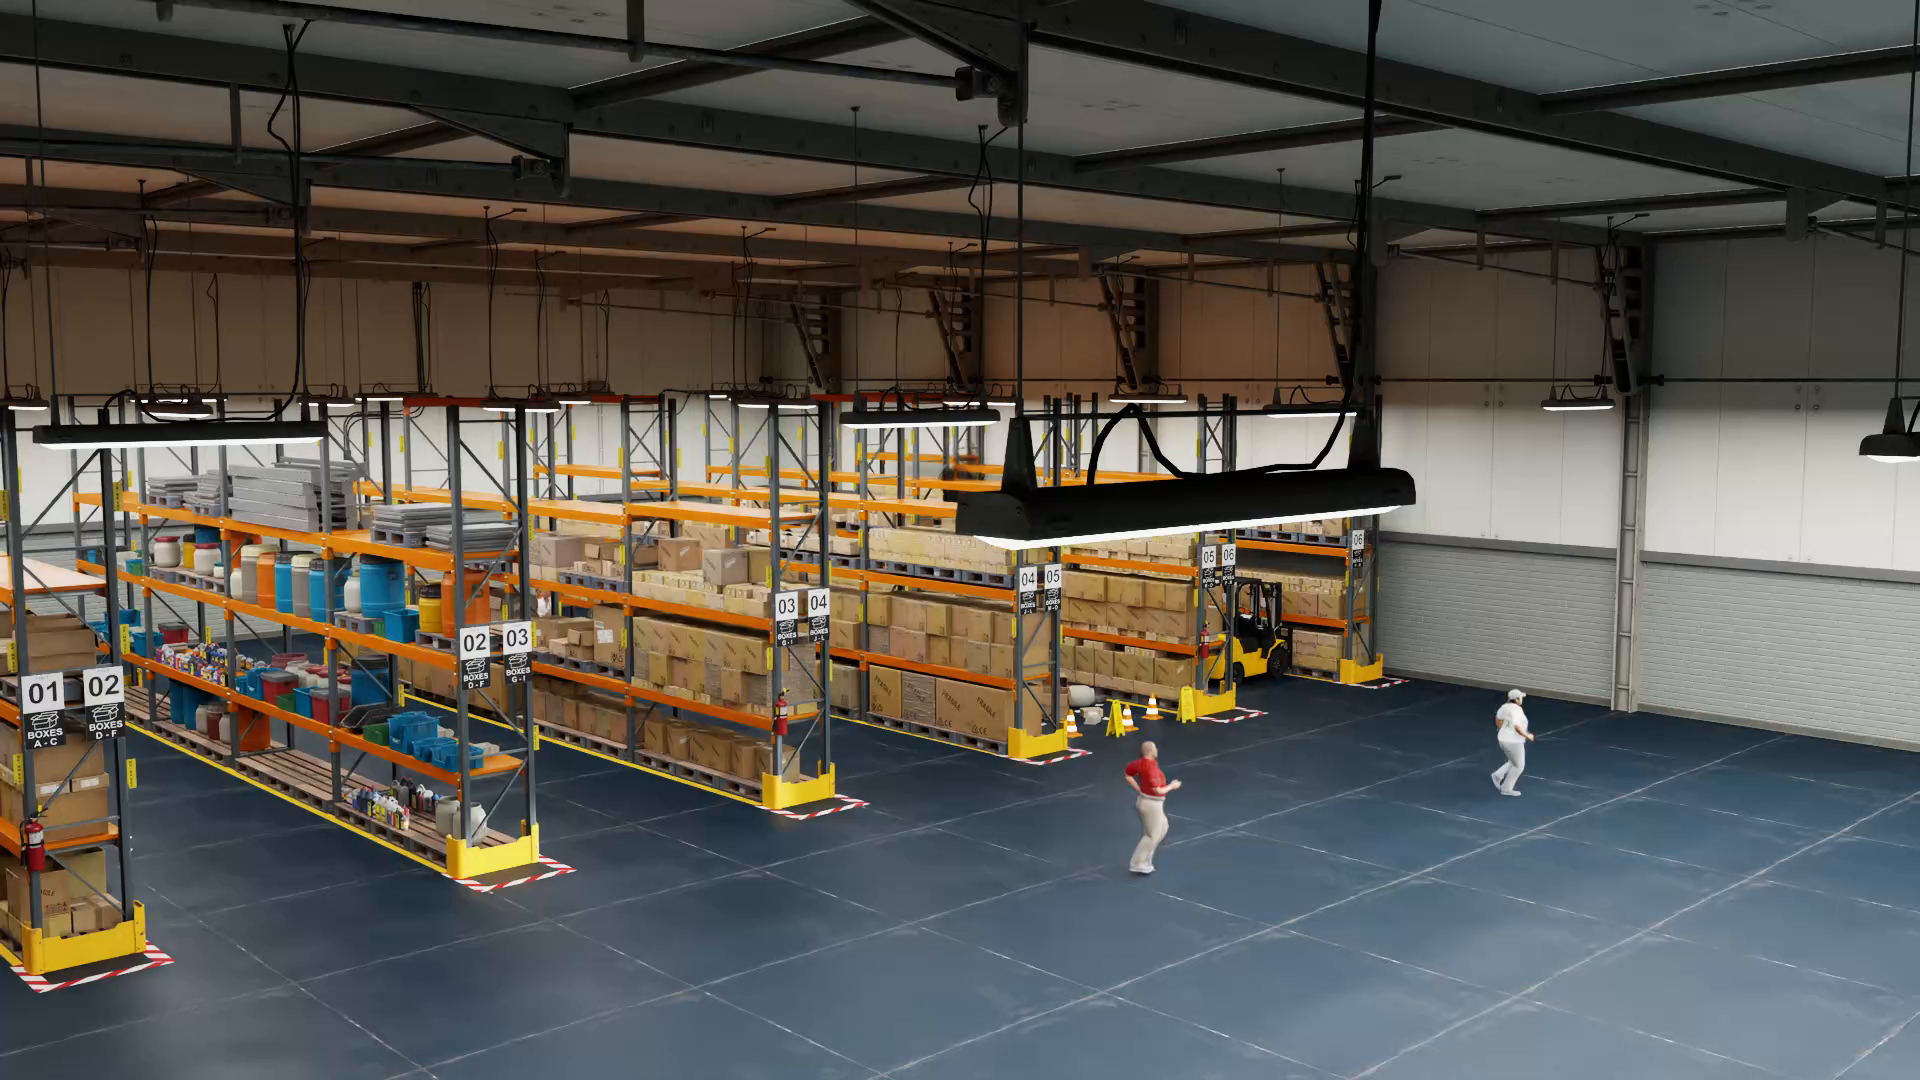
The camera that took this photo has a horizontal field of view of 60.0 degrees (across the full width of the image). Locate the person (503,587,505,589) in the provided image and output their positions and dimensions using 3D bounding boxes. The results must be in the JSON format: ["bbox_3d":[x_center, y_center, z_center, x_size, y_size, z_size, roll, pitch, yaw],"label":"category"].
[{"bbox_3d":[-10.490,1.873,38.147,0.583,1.627,0.701,-4,7,-38],"label":"person"}]

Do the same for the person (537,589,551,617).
[{"bbox_3d":[-9.124,1.915,36.572,0.718,1.791,1.045,-4,7,-35],"label":"person"}]

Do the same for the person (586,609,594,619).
[{"bbox_3d":[-8.972,1.579,40.933,0.501,1.615,0.636,3,6,24],"label":"person"}]

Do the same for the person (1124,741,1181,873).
[{"bbox_3d":[2.477,3.434,21.291,0.676,1.754,0.643,-1,6,-13],"label":"person"}]

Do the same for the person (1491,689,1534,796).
[{"bbox_3d":[8.425,3.077,25.302,0.527,1.629,0.621,0,6,-4],"label":"person"}]
